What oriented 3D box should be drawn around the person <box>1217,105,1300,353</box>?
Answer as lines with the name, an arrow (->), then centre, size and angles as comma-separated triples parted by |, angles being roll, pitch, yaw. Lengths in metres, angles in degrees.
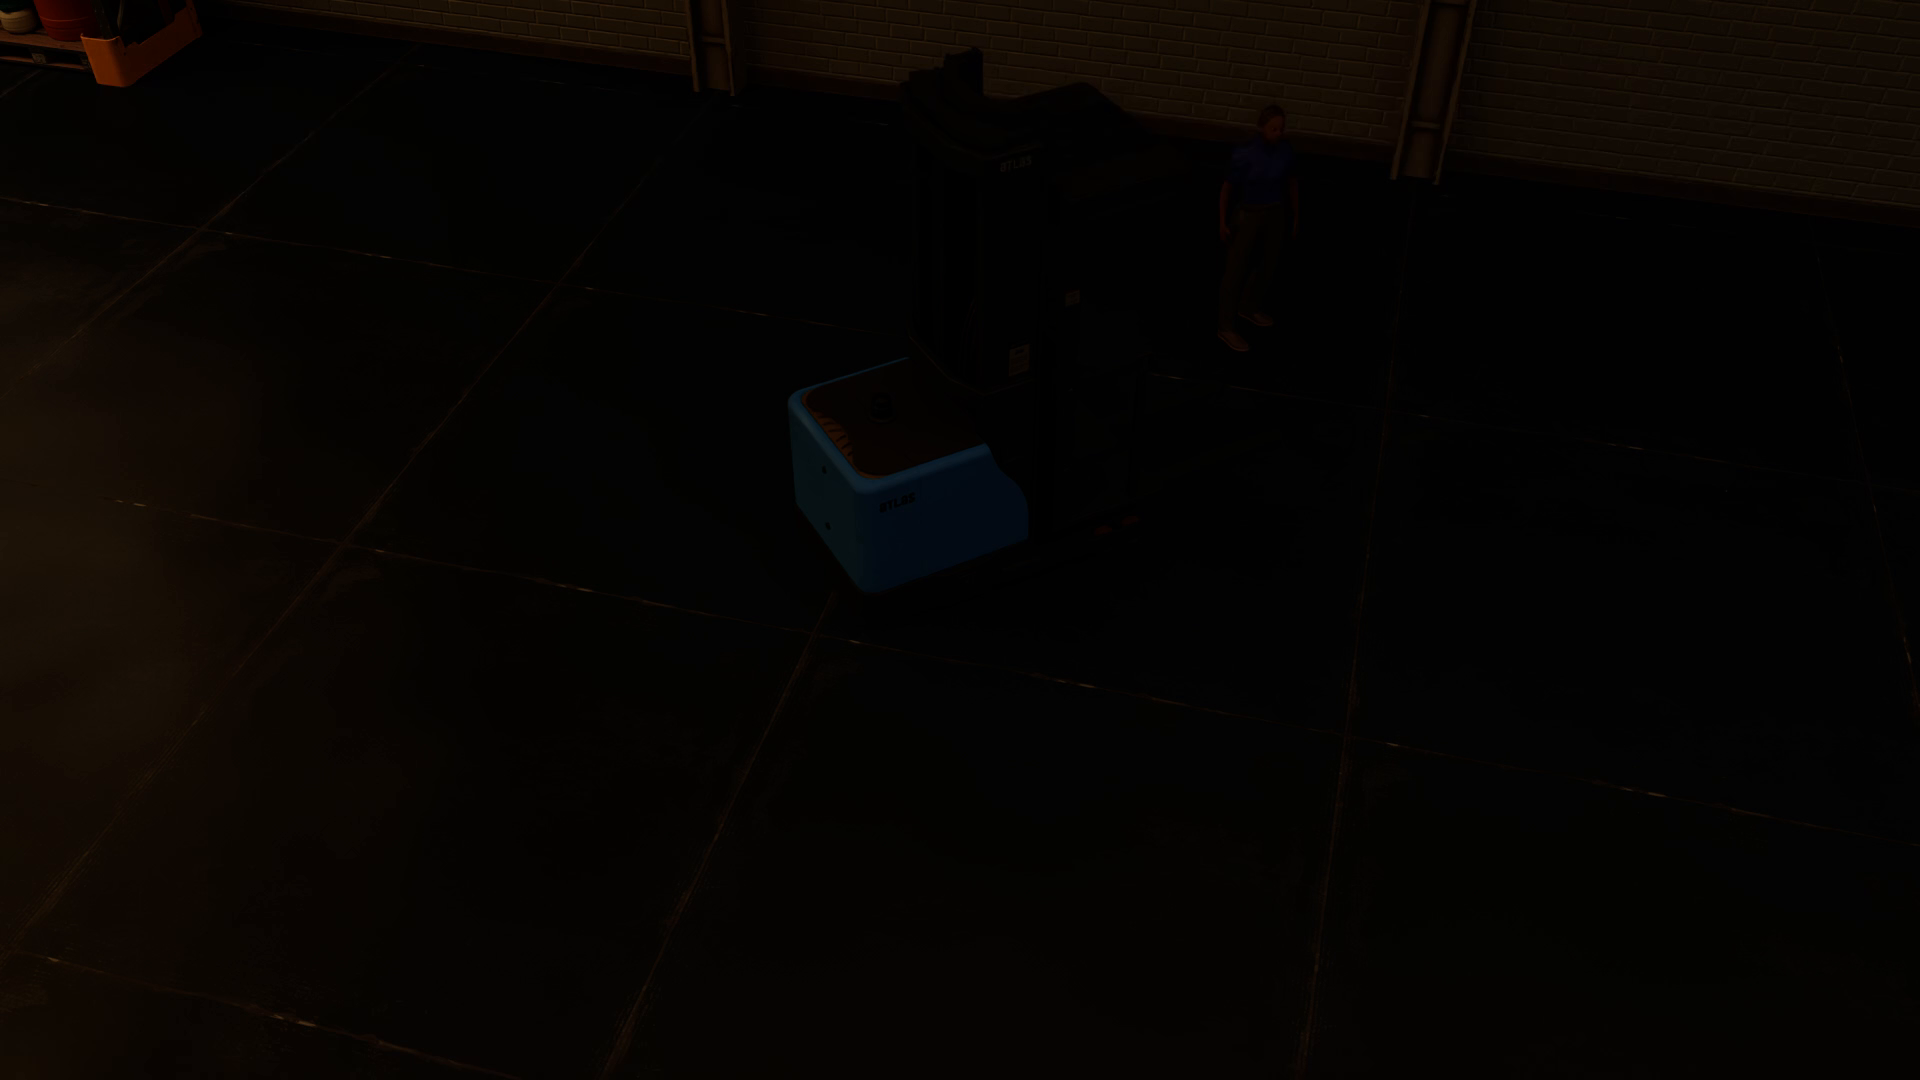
person -> 2.054, -2.106, 11.248 | 0.573, 1.651, 0.536 | -11, 42, -12

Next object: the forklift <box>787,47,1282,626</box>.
forklift -> 0.550, -1.313, 9.360 | 3.031, 2.935, 1.130 | -20, 45, -21
